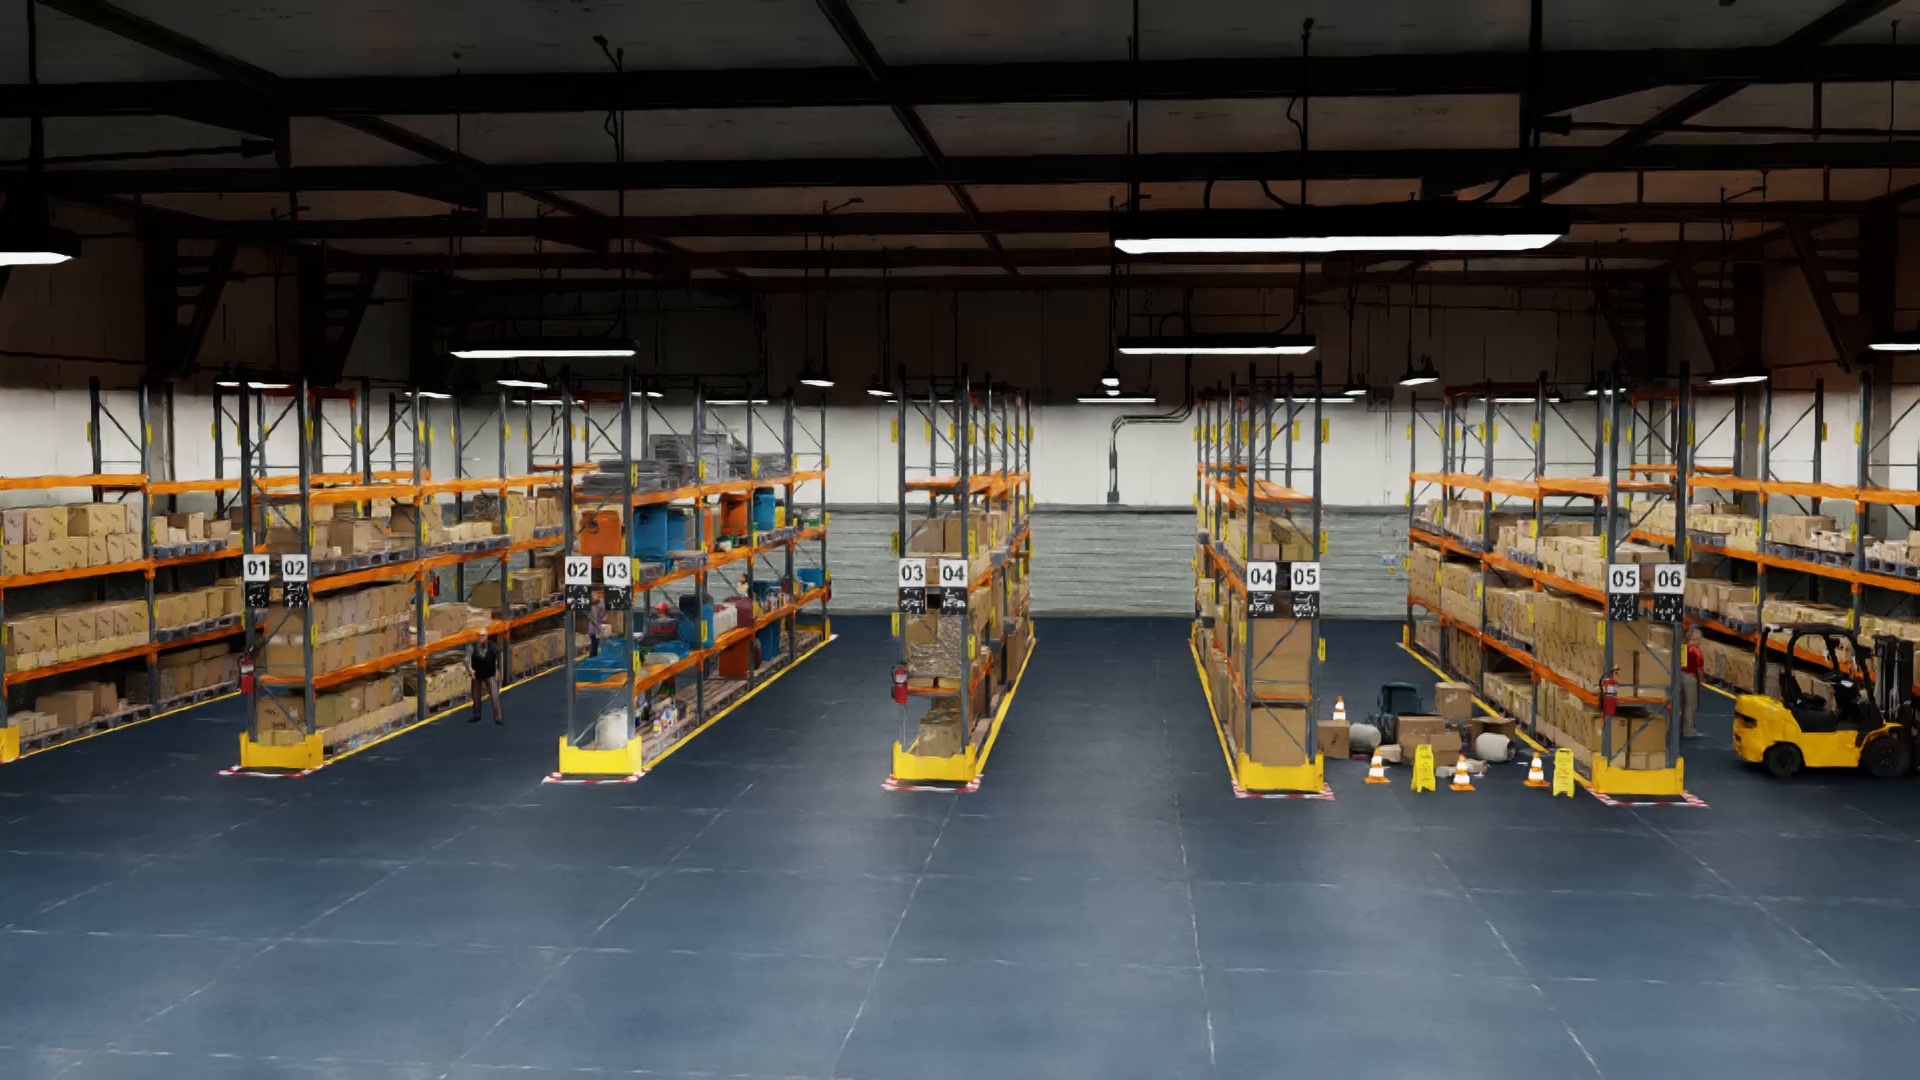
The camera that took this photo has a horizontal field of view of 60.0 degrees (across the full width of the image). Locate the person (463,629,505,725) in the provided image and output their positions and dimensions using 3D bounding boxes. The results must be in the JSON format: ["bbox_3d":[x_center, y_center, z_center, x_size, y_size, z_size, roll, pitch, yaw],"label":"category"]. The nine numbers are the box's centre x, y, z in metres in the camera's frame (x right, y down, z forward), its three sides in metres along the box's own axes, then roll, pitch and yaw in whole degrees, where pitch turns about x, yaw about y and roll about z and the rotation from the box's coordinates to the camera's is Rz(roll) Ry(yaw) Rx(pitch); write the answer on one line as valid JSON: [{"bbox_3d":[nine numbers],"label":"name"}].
[{"bbox_3d":[-8.159,2.333,28.542,0.688,1.659,0.825,-1,4,-12],"label":"person"}]

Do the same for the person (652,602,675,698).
[{"bbox_3d":[-5.628,2.068,31.497,0.524,1.787,0.751,0,4,4],"label":"person"}]

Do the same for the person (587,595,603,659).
[{"bbox_3d":[-7.648,1.946,34.914,0.347,1.600,0.533,-1,4,-15],"label":"person"}]

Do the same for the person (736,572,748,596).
[{"bbox_3d":[-5.277,1.584,40.555,0.446,1.605,1.018,1,4,14],"label":"person"}]

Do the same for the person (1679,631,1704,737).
[{"bbox_3d":[12.062,2.362,27.484,0.457,1.733,0.593,-2,4,-24],"label":"person"}]
